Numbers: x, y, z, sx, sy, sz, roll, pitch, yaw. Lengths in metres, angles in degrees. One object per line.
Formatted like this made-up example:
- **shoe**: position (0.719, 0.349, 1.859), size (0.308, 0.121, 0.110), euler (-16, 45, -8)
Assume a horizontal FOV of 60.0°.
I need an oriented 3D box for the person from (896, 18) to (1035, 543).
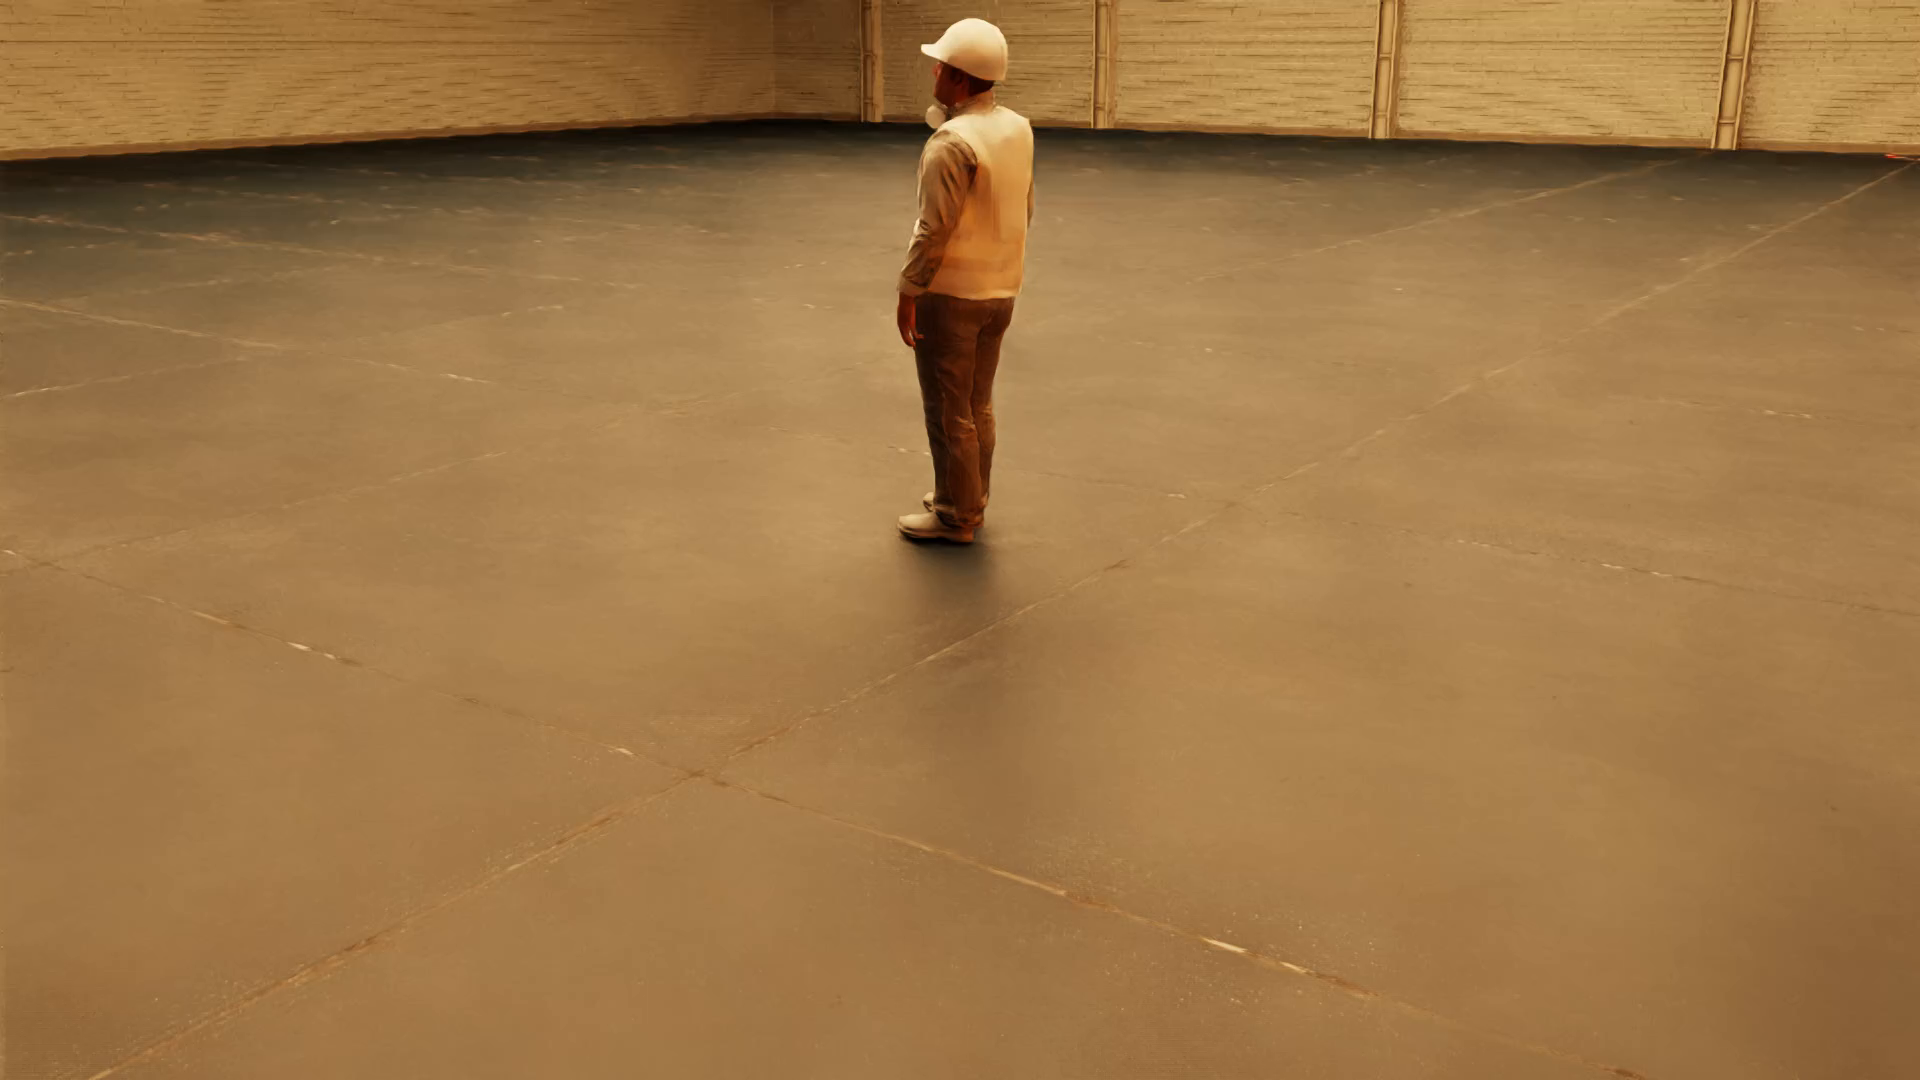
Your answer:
- **person**: position (-0.047, -0.869, 5.733), size (0.567, 1.773, 0.632), euler (11, 20, 33)
